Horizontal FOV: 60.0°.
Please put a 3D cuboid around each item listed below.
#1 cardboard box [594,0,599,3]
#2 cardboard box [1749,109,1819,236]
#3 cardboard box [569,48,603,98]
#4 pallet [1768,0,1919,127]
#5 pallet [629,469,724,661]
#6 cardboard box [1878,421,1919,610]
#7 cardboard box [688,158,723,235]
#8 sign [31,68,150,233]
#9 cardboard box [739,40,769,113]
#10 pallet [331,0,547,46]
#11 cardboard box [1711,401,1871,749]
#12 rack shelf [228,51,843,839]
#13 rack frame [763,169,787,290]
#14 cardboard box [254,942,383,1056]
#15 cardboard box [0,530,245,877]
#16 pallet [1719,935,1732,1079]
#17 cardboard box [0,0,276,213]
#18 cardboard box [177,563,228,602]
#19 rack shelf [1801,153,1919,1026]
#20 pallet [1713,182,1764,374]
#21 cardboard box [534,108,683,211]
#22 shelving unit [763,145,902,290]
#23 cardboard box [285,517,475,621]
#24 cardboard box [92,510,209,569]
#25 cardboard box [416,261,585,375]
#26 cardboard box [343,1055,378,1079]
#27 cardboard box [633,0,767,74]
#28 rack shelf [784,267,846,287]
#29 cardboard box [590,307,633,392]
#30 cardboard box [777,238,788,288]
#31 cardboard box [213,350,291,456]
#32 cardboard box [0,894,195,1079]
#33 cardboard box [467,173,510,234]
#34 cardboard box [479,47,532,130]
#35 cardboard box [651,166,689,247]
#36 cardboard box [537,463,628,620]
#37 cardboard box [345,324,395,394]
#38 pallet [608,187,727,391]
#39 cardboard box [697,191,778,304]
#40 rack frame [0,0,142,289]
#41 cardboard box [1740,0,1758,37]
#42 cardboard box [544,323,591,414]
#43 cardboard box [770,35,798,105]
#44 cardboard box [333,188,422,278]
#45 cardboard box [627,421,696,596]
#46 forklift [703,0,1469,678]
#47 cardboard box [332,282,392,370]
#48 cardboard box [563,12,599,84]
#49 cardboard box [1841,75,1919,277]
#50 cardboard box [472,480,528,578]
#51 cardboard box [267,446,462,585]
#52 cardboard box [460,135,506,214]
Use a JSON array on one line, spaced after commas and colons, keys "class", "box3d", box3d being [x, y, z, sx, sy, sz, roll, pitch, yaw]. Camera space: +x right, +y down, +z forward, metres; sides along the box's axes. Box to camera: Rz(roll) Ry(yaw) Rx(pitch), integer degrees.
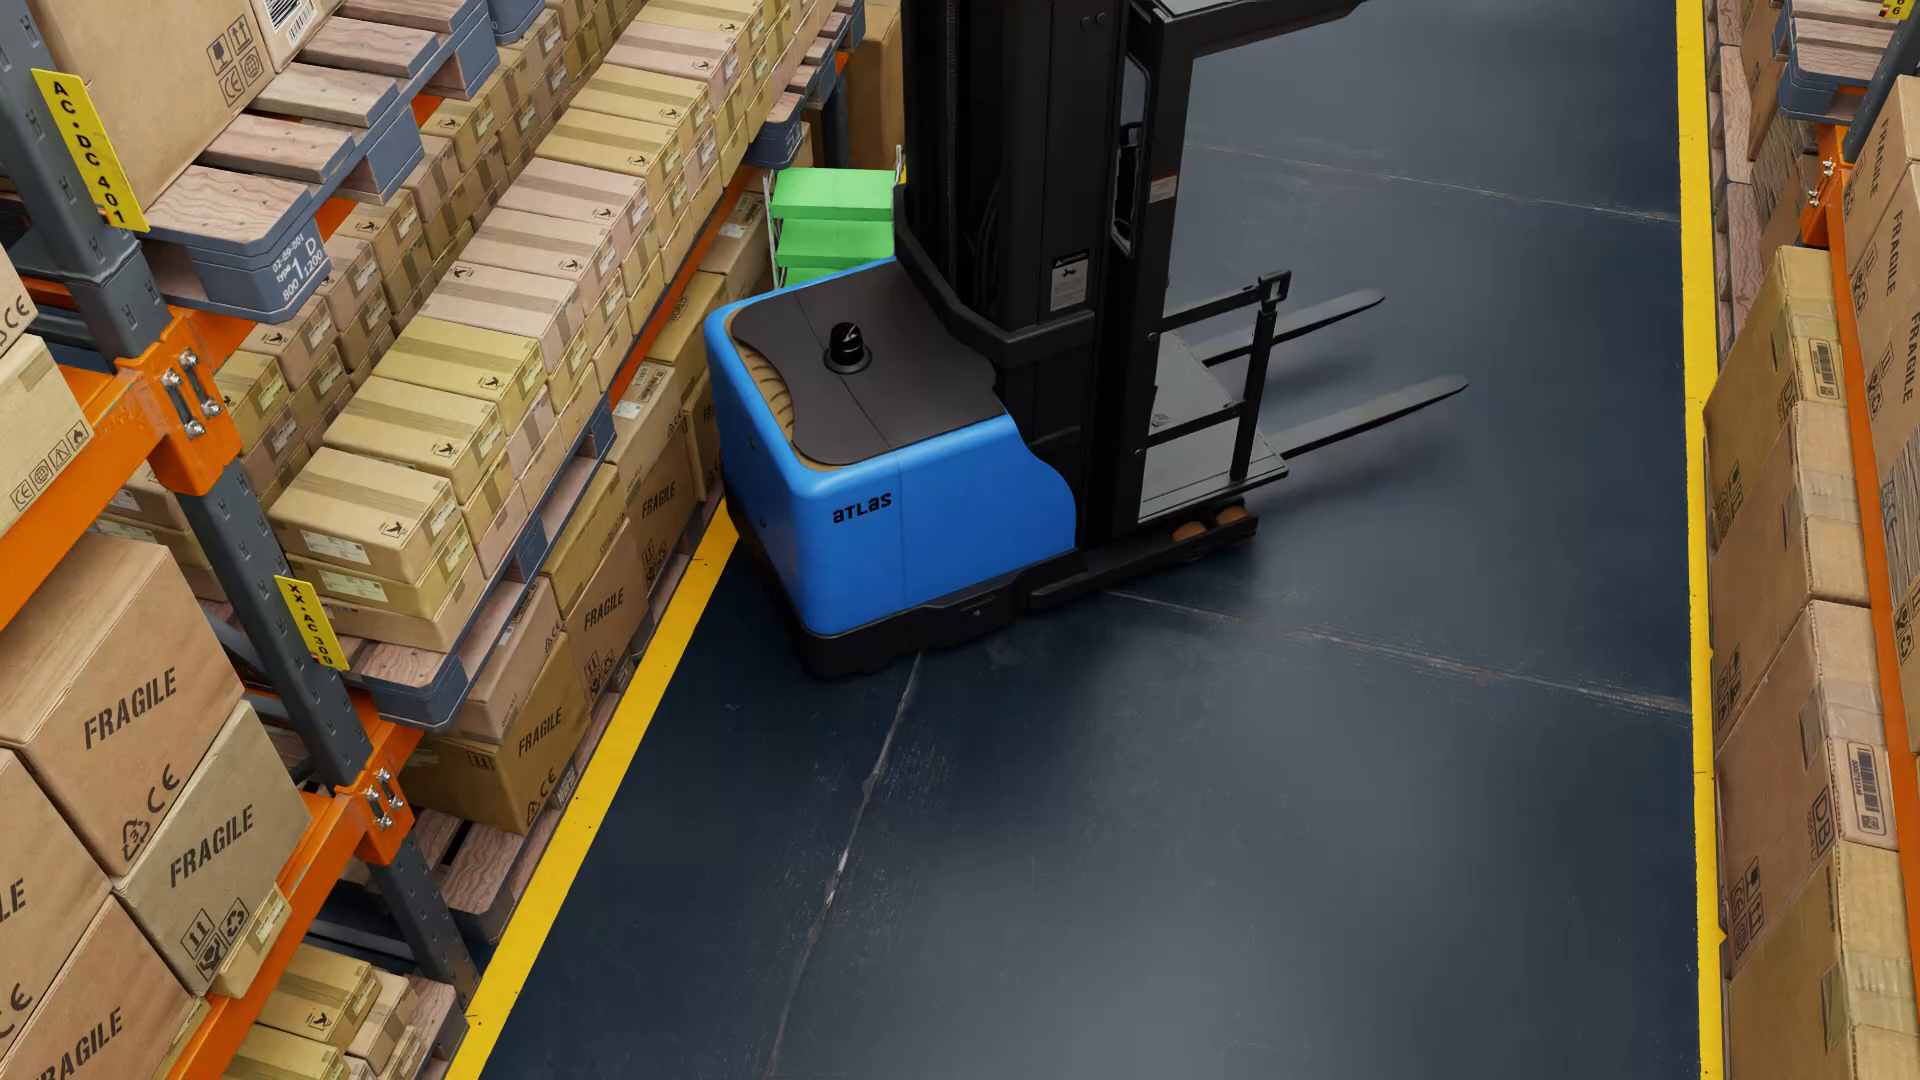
[{"class": "cardboard box", "box3d": [-1.445, -2.096, 6.009, 0.380, 0.149, 0.250, 11, 50, 10]}, {"class": "cardboard box", "box3d": [4.050, -1.670, 7.515, 0.700, 0.500, 0.500, 8, 49, 7]}, {"class": "cardboard box", "box3d": [-1.523, -1.698, 6.054, 0.380, 0.149, 0.250, 14, 50, 12]}, {"class": "pallet", "box3d": [3.844, -1.932, 6.501, 1.213, 0.211, 1.003, 12, 50, 10]}, {"class": "pallet", "box3d": [-1.530, -0.143, 6.655, 1.003, 0.211, 1.213, 12, 50, 10]}, {"class": "cardboard box", "box3d": [2.970, -0.088, 4.679, 0.500, 0.500, 0.500, 12, 50, 10]}, {"class": "cardboard box", "box3d": [-1.028, -1.192, 5.608, 0.380, 0.149, 0.250, 13, 50, 11]}, {"class": "sign", "box3d": [-1.527, -0.679, 2.922, 0.100, 0.325, 0.005, 12, 50, 10]}, {"class": "cardboard box", "box3d": [-0.892, -1.653, 5.816, 0.380, 0.149, 0.250, 12, 50, 10]}, {"class": "pallet", "box3d": [-1.517, -1.724, 4.314, 1.213, 0.211, 1.003, 12, 50, 10]}, {"class": "cardboard box", "box3d": [3.315, 0.244, 5.590, 1.225, 0.875, 0.875, 12, 50, 10]}, {"class": "rack shelf", "box3d": [-1.526, -0.826, 5.877, 1.077, 0.370, 4.000, 12, 50, 10]}, {"class": "rack frame", "box3d": [-0.730, -1.056, 6.800, 0.015, 1.200, 0.240, 2, 49, 2]}, {"class": "cardboard box", "box3d": [-1.895, 1.299, 4.746, 0.380, 0.149, 0.250, 13, 50, 11]}, {"class": "cardboard box", "box3d": [-1.915, 0.314, 3.459, 0.500, 0.500, 0.500, 10, 49, 9]}, {"class": "pallet", "box3d": [2.837, 1.784, 4.953, 1.003, 0.211, 1.213, 12, 50, 10]}, {"class": "cardboard box", "box3d": [-1.846, -1.034, 3.234, 0.700, 0.500, 0.500, 12, 50, 10]}, {"class": "cardboard box", "box3d": [-2.139, 0.000, 4.555, 0.380, 0.149, 0.250, 11, 49, 9]}, {"class": "rack shelf", "box3d": [3.233, 0.226, 4.949, 1.077, 0.370, 4.000, 12, 50, 10]}, {"class": "pallet", "box3d": [3.966, -1.101, 7.500, 1.003, 0.211, 1.213, 12, 50, 10]}, {"class": "cardboard box", "box3d": [-1.098, -1.195, 5.214, 0.380, 0.149, 0.250, 13, 50, 11]}, {"class": "shelving unit", "box3d": [-0.487, -1.046, 6.792, 0.503, 1.200, 0.258, 2, 49, 2]}, {"class": "cardboard box", "box3d": [-1.505, 0.034, 4.327, 0.380, 0.149, 0.250, 12, 50, 11]}, {"class": "cardboard box", "box3d": [-2.138, -0.098, 4.444, 0.380, 0.149, 0.250, 13, 50, 11]}, {"class": "cardboard box", "box3d": [-1.299, -0.632, 4.717, 0.380, 0.149, 0.250, 11, 49, 10]}, {"class": "cardboard box", "box3d": [-1.888, 1.577, 4.699, 0.380, 0.149, 0.250, 9, 49, 8]}, {"class": "cardboard box", "box3d": [-0.890, -1.754, 5.707, 0.380, 0.149, 0.250, 13, 50, 11]}, {"class": "rack shelf", "box3d": [-0.487, -1.004, 6.840, 0.480, 0.148, 0.258, 2, 49, 2]}, {"class": "cardboard box", "box3d": [-1.234, -0.615, 5.098, 0.380, 0.149, 0.250, 10, 49, 8]}, {"class": "cardboard box", "box3d": [-0.920, -1.295, 7.198, 0.500, 0.500, 0.500, 11, 50, 10]}, {"class": "cardboard box", "box3d": [-2.065, -0.393, 4.506, 0.380, 0.149, 0.250, 10, 49, 9]}, {"class": "cardboard box", "box3d": [-2.045, 1.032, 3.492, 0.500, 0.500, 0.500, 10, 49, 9]}, {"class": "cardboard box", "box3d": [-1.729, -1.135, 5.558, 0.380, 0.149, 0.250, 10, 49, 9]}, {"class": "cardboard box", "box3d": [-1.652, -1.516, 5.497, 0.380, 0.149, 0.250, 13, 50, 11]}, {"class": "cardboard box", "box3d": [-1.095, -1.097, 5.326, 0.380, 0.149, 0.250, 11, 49, 9]}, {"class": "cardboard box", "box3d": [-1.465, -0.045, 5.595, 0.500, 0.250, 0.500, 13, 50, 11]}, {"class": "cardboard box", "box3d": [-1.937, -0.549, 5.040, 0.380, 0.149, 0.250, 9, 49, 8]}, {"class": "pallet", "box3d": [-1.481, -1.007, 5.685, 1.003, 0.211, 1.213, 12, 50, 10]}, {"class": "cardboard box", "box3d": [-1.049, -1.157, 6.576, 0.500, 0.250, 0.500, 12, 50, 11]}, {"class": "rack frame", "box3d": [-2.052, -1.603, 2.081, 1.000, 3.000, 0.127, 12, 50, 10]}, {"class": "cardboard box", "box3d": [4.486, -2.889, 8.592, 0.700, 0.500, 0.500, 11, 50, 10]}, {"class": "cardboard box", "box3d": [-1.303, -0.529, 4.824, 0.380, 0.149, 0.250, 10, 49, 8]}, {"class": "cardboard box", "box3d": [-0.820, -1.754, 6.103, 0.380, 0.149, 0.250, 12, 50, 11]}, {"class": "cardboard box", "box3d": [-1.858, -0.947, 4.995, 0.380, 0.149, 0.250, 10, 49, 9]}, {"class": "cardboard box", "box3d": [-1.339, -0.176, 6.211, 0.500, 0.500, 0.500, 12, 50, 11]}, {"class": "forklift", "box3d": [0.621, -1.224, 5.794, 3.031, 2.935, 1.130, -19, 51, -16]}, {"class": "cardboard box", "box3d": [-1.934, -0.667, 4.946, 0.380, 0.149, 0.250, 10, 49, 9]}, {"class": "cardboard box", "box3d": [-1.523, -1.782, 5.930, 0.380, 0.149, 0.250, 12, 50, 10]}, {"class": "cardboard box", "box3d": [3.369, -1.194, 5.655, 0.500, 0.500, 0.500, 13, 50, 11]}, {"class": "cardboard box", "box3d": [-1.437, -0.069, 4.617, 0.380, 0.149, 0.250, 12, 50, 11]}, {"class": "cardboard box", "box3d": [-1.505, -0.064, 4.216, 0.380, 0.149, 0.250, 14, 50, 12]}, {"class": "cardboard box", "box3d": [-1.725, -1.227, 5.440, 0.380, 0.149, 0.250, 13, 50, 11]}]
